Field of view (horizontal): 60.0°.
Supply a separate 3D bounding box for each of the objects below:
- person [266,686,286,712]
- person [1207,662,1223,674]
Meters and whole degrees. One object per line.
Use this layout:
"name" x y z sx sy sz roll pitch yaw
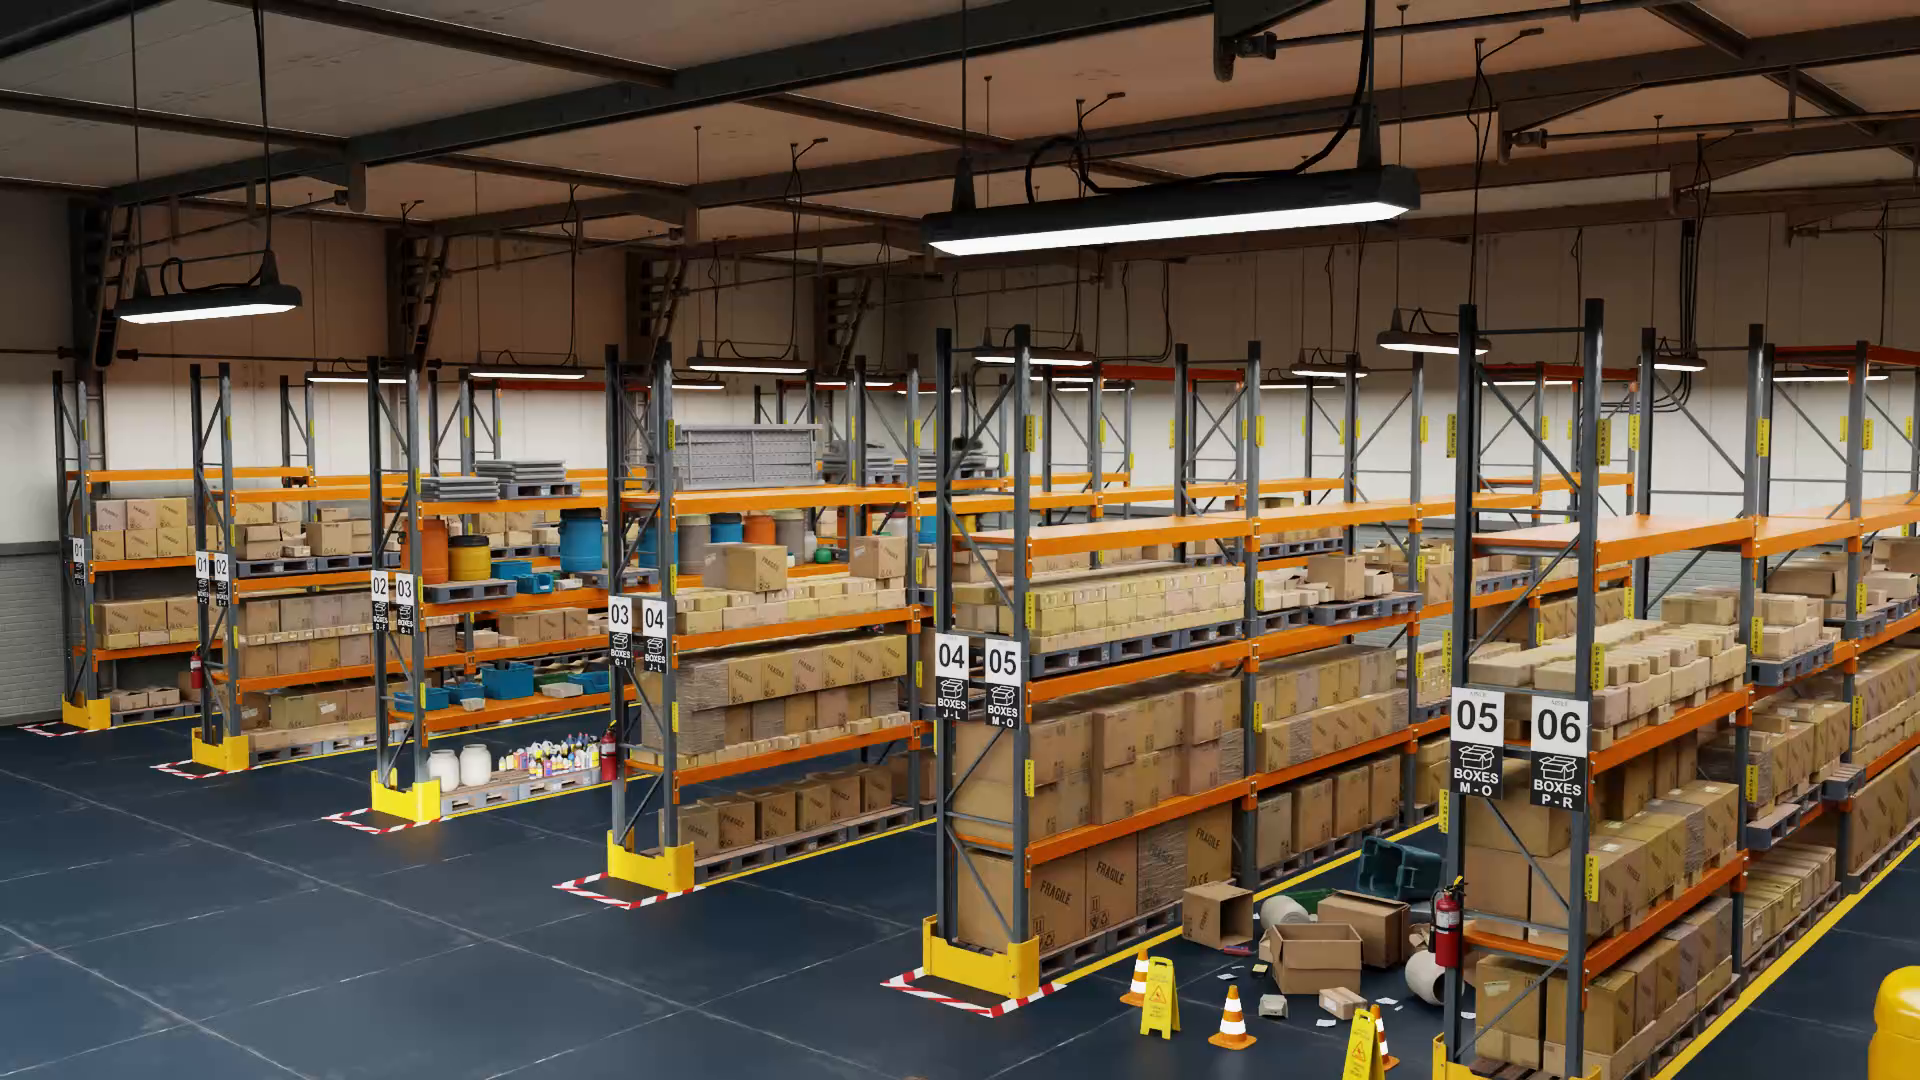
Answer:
"person" -11.155 2.342 27.394 0.710 1.737 0.654 2 4 23
"person" 3.790 2.559 24.549 0.604 1.669 0.893 3 5 34
